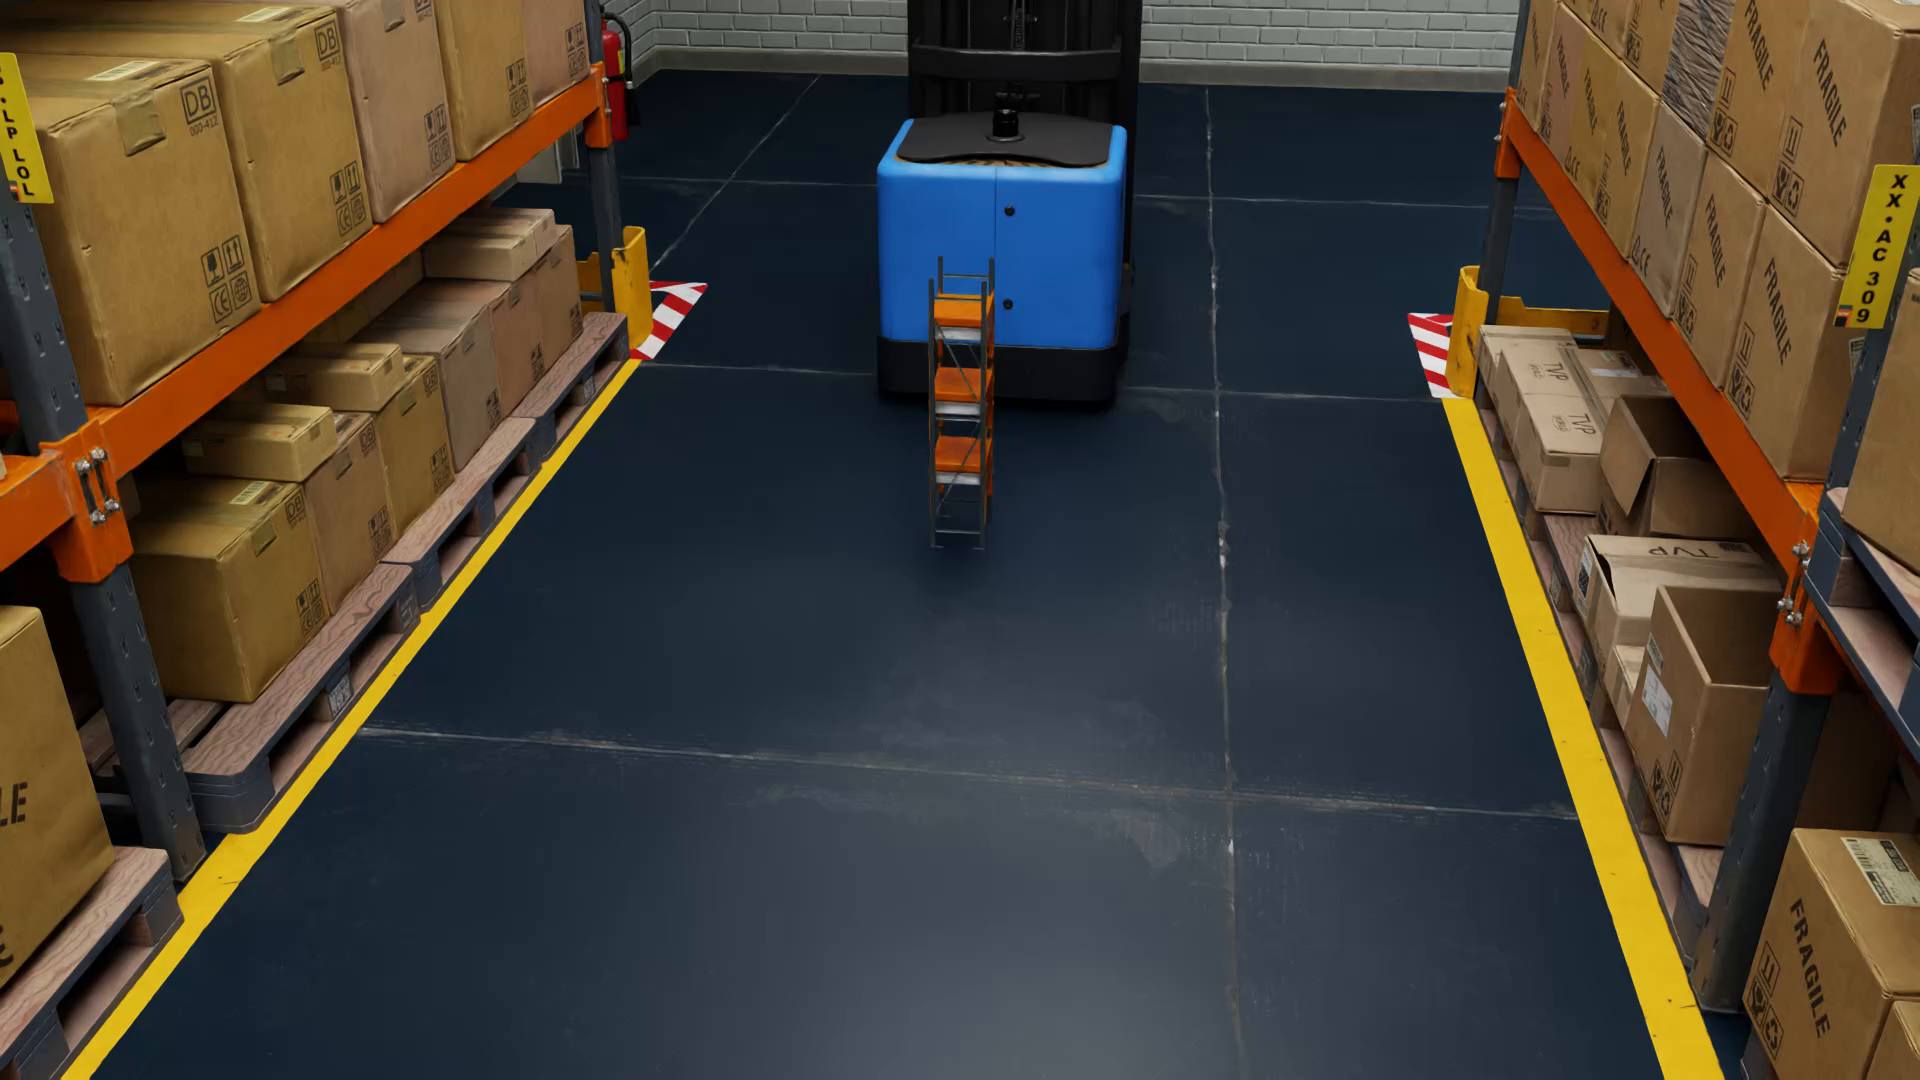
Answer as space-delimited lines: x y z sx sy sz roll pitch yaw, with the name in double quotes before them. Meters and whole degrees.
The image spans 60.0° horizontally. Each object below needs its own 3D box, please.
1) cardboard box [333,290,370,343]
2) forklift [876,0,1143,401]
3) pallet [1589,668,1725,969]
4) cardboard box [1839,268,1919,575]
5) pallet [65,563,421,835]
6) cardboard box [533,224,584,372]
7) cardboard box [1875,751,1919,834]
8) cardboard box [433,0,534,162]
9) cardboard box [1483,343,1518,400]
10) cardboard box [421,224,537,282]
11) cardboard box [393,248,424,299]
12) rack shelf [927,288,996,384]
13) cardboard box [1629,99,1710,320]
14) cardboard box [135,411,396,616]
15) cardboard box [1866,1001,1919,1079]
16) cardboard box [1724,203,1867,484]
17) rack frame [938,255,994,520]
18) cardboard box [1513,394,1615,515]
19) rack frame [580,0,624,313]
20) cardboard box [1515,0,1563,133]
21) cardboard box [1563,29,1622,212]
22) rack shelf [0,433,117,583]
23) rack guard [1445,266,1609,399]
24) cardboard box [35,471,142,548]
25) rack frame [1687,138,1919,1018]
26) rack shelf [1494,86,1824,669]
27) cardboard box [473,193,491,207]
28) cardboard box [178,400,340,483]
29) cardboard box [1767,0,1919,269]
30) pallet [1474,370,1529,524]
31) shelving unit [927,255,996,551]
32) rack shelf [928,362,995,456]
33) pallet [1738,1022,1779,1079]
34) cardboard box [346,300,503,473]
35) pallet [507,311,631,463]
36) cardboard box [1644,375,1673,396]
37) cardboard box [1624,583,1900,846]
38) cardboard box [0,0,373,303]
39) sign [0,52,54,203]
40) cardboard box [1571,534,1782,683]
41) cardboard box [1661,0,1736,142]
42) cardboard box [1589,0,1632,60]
"cardboard box" -2.425 -0.834 6.144 0.380 0.149 0.250 4 29 7
"forklift" 0.330 -2.565 7.920 1.130 2.935 3.031 3 28 6
"pallet" 2.410 0.748 4.639 1.003 0.211 1.213 3 28 6
"cardboard box" 2.045 -0.175 2.865 0.700 0.500 0.500 -6 29 -11
"pallet" -2.421 0.432 5.226 1.003 0.211 1.213 3 28 6
"cardboard box" -2.088 -1.074 7.275 0.700 0.500 0.500 3 28 6
"cardboard box" 2.591 0.649 4.254 0.500 0.311 0.500 3 28 6
"cardboard box" -2.232 -1.874 6.249 0.980 0.700 0.700 3 28 6
"cardboard box" 2.392 -0.691 6.893 0.380 0.166 0.250 3 28 6
"cardboard box" -1.954 -1.169 6.765 0.380 0.149 0.250 4 29 8
"cardboard box" -2.364 -1.074 6.590 0.380 0.149 0.250 4 29 7
"rack shelf" 0.007 -0.728 5.918 0.215 0.259 0.240 3 28 6
"cardboard box" 2.254 -0.935 4.718 0.500 0.500 0.500 4 29 7
"cardboard box" -2.333 -0.109 5.483 0.700 0.500 0.500 3 28 6
"cardboard box" 1.970 1.216 3.003 0.500 0.500 0.500 4 29 7
"cardboard box" 2.132 -0.451 3.818 0.500 0.500 0.500 4 29 7
"rack frame" 0.022 -0.545 6.154 0.200 1.050 0.008 3 28 6
"cardboard box" 2.345 -0.312 6.102 0.500 0.250 0.500 3 28 6
"rack frame" -2.102 -2.325 7.404 1.000 3.000 0.127 3 28 6
"cardboard box" 2.499 -1.890 6.490 0.500 0.500 0.500 4 29 7
"cardboard box" 2.377 -1.410 5.600 0.500 0.500 0.500 3 28 6
"rack shelf" -2.837 0.816 2.332 1.077 0.370 4.000 3 28 6
"rack guard" 2.806 -0.903 7.399 1.175 0.500 0.348 3 28 6
"cardboard box" -2.613 -0.102 4.785 0.380 0.149 0.250 3 28 6
"rack frame" 2.325 -0.156 3.378 1.000 3.000 0.127 3 28 6
"rack shelf" 2.570 -0.781 5.296 1.077 0.370 4.000 3 28 6
"cardboard box" -2.271 -1.430 7.251 0.380 0.149 0.250 4 29 7
"cardboard box" -2.175 -0.309 5.170 0.380 0.149 0.250 4 29 8
"cardboard box" 2.130 -0.894 3.587 0.500 0.500 0.500 3 29 6
"pallet" 2.709 -0.400 6.771 1.003 0.211 1.213 3 28 6
"shelving unit" 0.007 -0.487 6.048 0.215 1.050 0.252 3 28 6
"rack shelf" 0.007 -0.478 6.053 0.215 0.259 0.240 3 28 6
"pallet" 2.263 1.456 3.324 1.003 0.211 1.213 3 28 6
"cardboard box" -2.210 -0.602 6.398 0.700 0.500 0.500 2 28 5
"pallet" -2.122 -0.717 7.358 1.003 0.211 1.213 3 28 6
"cardboard box" 2.854 -0.530 6.594 0.380 0.166 0.250 3 28 6
"cardboard box" 2.113 0.466 4.395 0.500 0.500 0.500 3 28 6
"cardboard box" -2.414 -1.172 4.947 0.980 0.700 0.700 3 28 5
"sign" -2.052 -0.890 3.603 0.100 0.325 0.005 3 28 6
"cardboard box" 2.205 0.196 5.095 0.500 0.311 0.500 3 28 6
"cardboard box" 2.252 -1.372 4.475 0.500 0.500 0.500 4 29 7
"cardboard box" 2.376 -1.848 5.358 0.500 0.500 0.500 4 29 7
